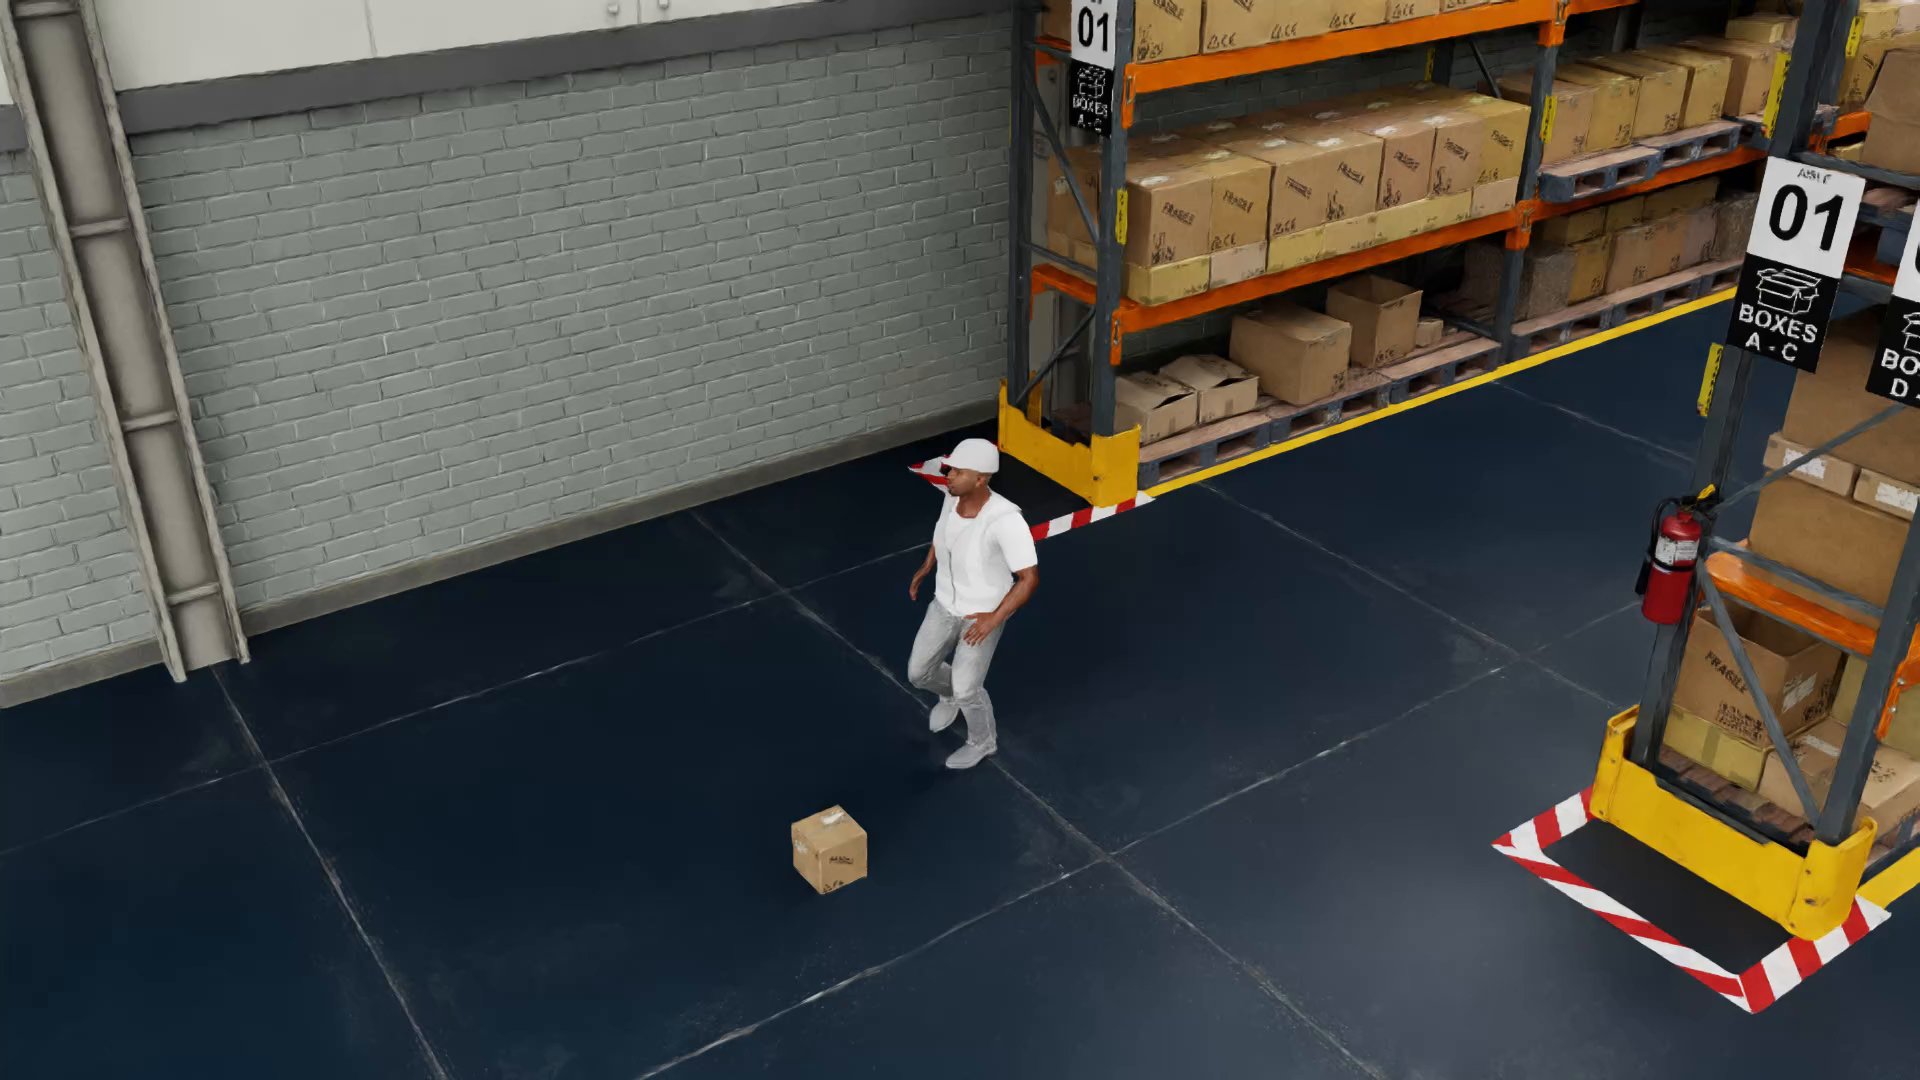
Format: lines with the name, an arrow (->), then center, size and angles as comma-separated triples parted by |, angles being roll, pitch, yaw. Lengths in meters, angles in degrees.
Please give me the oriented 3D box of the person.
person -> 0.046, 0.330, 8.021 | 0.746, 1.731, 0.522 | 24, 37, 37
